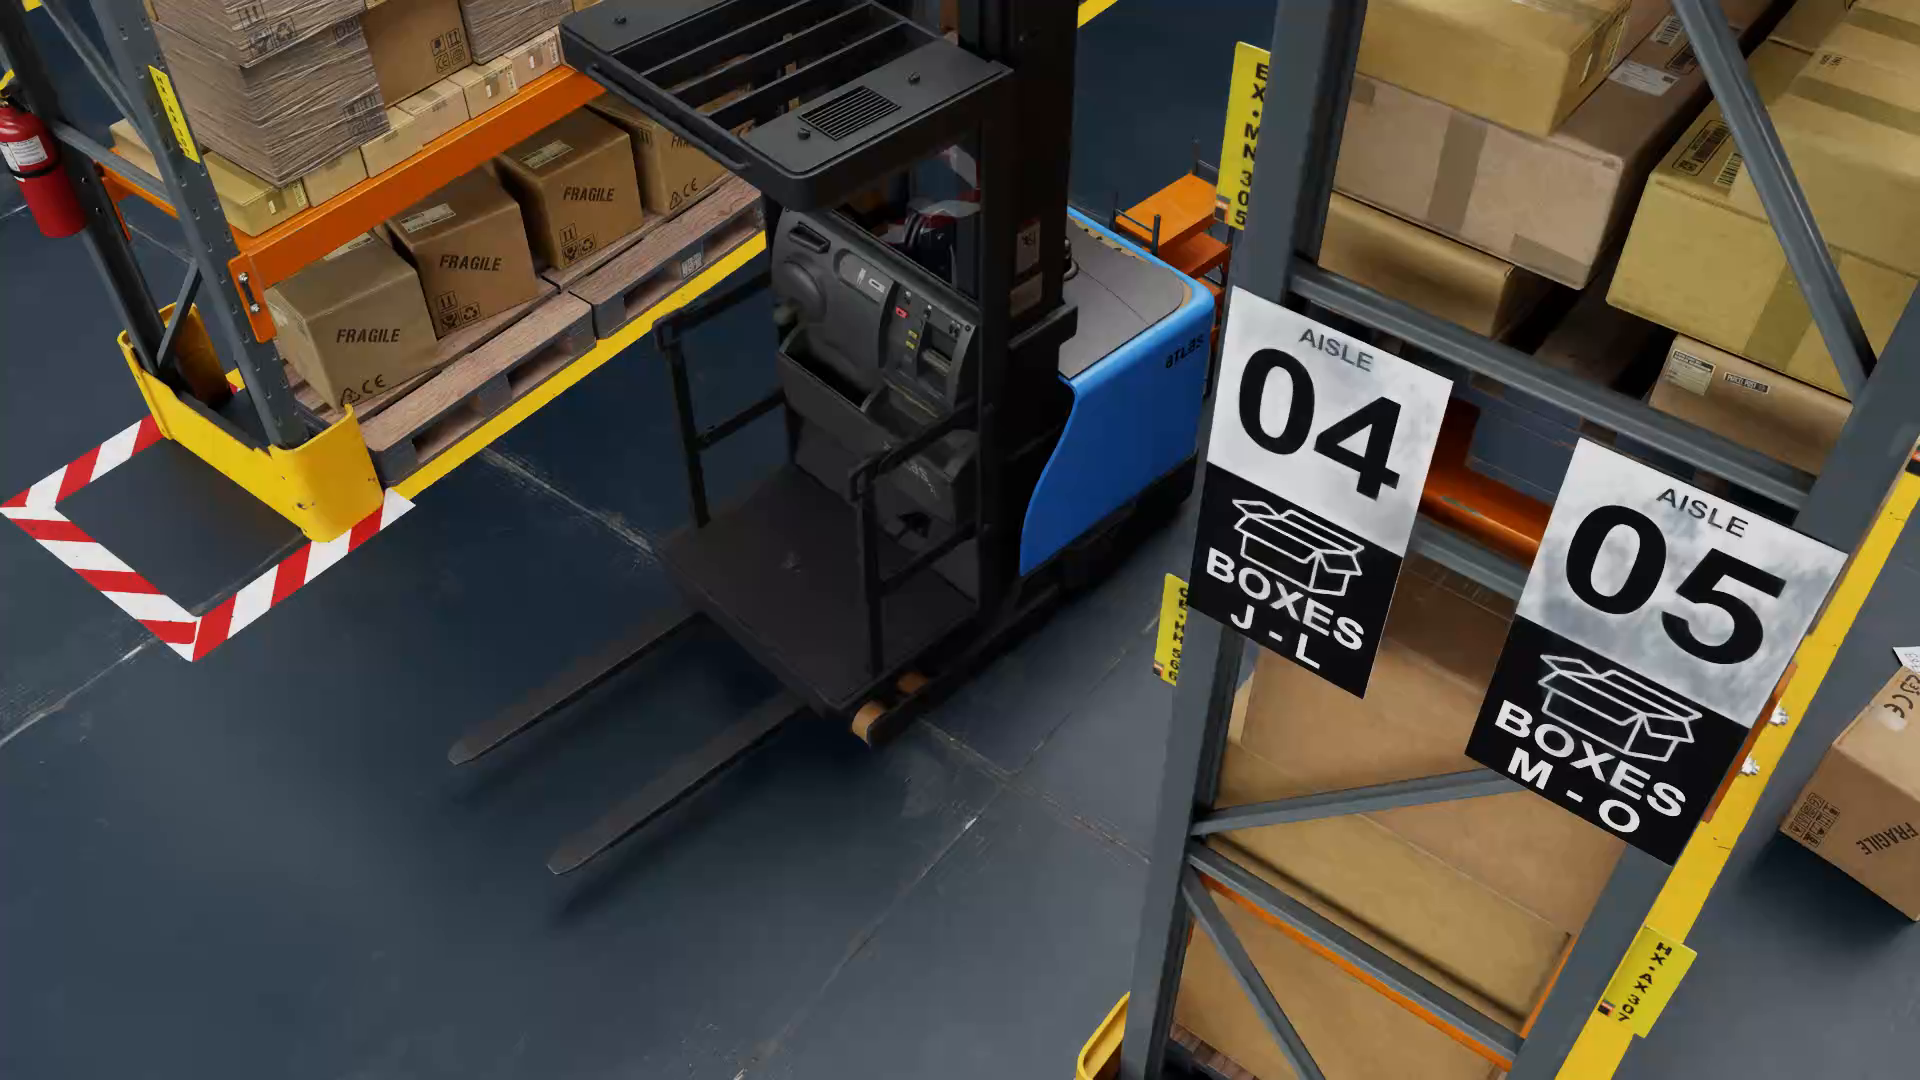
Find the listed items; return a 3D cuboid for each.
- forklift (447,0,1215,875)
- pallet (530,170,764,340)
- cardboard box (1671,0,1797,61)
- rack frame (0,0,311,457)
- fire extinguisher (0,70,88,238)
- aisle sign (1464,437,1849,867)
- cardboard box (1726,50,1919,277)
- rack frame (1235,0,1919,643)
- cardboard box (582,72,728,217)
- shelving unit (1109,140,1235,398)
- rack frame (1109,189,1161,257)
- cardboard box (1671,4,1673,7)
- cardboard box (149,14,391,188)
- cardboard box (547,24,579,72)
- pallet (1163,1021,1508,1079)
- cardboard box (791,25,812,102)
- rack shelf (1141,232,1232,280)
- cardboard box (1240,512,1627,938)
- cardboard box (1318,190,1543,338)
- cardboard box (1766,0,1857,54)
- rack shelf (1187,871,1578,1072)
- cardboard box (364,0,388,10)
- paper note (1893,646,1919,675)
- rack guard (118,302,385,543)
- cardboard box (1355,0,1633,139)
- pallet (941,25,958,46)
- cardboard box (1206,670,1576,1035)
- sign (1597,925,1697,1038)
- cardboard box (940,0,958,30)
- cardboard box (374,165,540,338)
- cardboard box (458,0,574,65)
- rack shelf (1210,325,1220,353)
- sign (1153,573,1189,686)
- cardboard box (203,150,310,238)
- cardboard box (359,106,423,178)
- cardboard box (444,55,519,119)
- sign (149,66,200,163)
[{"bbox_3d":[-0.450,-0.701,5.392,3.031,2.935,1.130,-35,55,-29],"label":"forklift"},{"bbox_3d":[-1.660,-1.544,8.078,1.003,0.211,1.213,29,53,25],"label":"pallet"},{"bbox_3d":[1.270,-1.024,3.118,0.500,0.250,0.500,29,53,25],"label":"cardboard box"},{"bbox_3d":[-2.978,-1.319,5.936,1.000,3.000,0.127,29,53,25],"label":"rack frame"},{"bbox_3d":[-3.412,-1.430,6.096,0.296,0.674,0.183,29,53,25],"label":"fire extinguisher"},{"bbox_3d":[1.080,0.207,2.680,0.394,0.787,0.004,29,53,25],"label":"aisle sign"},{"bbox_3d":[1.341,-0.523,2.363,0.380,0.149,0.250,30,53,25],"label":"cardboard box"},{"bbox_3d":[0.886,-1.141,1.616,1.000,3.000,0.127,29,53,25],"label":"rack frame"},{"bbox_3d":[-1.470,-1.957,7.983,0.500,0.500,0.500,25,51,22],"label":"cardboard box"},{"bbox_3d":[0.845,-0.987,6.863,0.503,1.200,0.258,-35,55,-29],"label":"shelving unit"},{"bbox_3d":[0.668,-0.865,6.746,0.015,1.200,0.240,-35,55,-29],"label":"rack frame"},{"bbox_3d":[1.134,-1.104,2.919,0.380,0.149,0.250,30,53,26],"label":"cardboard box"},{"bbox_3d":[-2.620,-1.759,6.081,0.875,0.500,0.500,29,53,25],"label":"cardboard box"},{"bbox_3d":[-1.621,-2.105,6.860,0.380,0.149,0.250,29,53,25],"label":"cardboard box"},{"bbox_3d":[1.313,1.403,5.264,1.003,0.211,1.213,29,53,25],"label":"pallet"},{"bbox_3d":[-0.808,-2.678,8.672,0.500,0.500,0.500,28,52,24],"label":"cardboard box"},{"bbox_3d":[0.845,-1.095,6.750,0.480,0.148,0.258,-35,55,-29],"label":"rack shelf"},{"bbox_3d":[1.143,0.312,3.527,0.875,0.550,0.550,29,53,25],"label":"cardboard box"},{"bbox_3d":[0.821,-0.537,2.929,0.380,0.149,0.250,29,53,25],"label":"cardboard box"},{"bbox_3d":[1.693,-0.789,2.893,0.500,0.250,0.500,29,53,25],"label":"cardboard box"},{"bbox_3d":[2.108,0.036,5.139,1.077,0.370,4.000,29,53,25],"label":"rack shelf"},{"bbox_3d":[-2.114,-2.279,5.886,0.500,0.500,0.500,29,53,25],"label":"cardboard box"},{"bbox_3d":[3.637,0.453,6.296,0.147,0.020,0.142,-2,46,-2],"label":"paper note"},{"bbox_3d":[-2.931,-0.499,6.881,1.175,0.500,0.348,29,53,25],"label":"rack guard"},{"bbox_3d":[0.823,-0.815,2.643,0.380,0.149,0.250,30,53,25],"label":"cardboard box"},{"bbox_3d":[-0.057,-3.091,9.556,1.003,0.211,1.213,29,53,25],"label":"pallet"},{"bbox_3d":[1.077,0.647,3.953,0.875,0.550,0.550,29,53,25],"label":"cardboard box"},{"bbox_3d":[1.321,0.854,3.206,0.100,0.325,0.005,29,53,25],"label":"sign"},{"bbox_3d":[-0.140,-3.238,9.193,0.700,0.500,0.500,25,51,22],"label":"cardboard box"},{"bbox_3d":[-2.244,-1.308,7.363,0.500,0.500,0.500,-29,53,-25],"label":"cardboard box"},{"bbox_3d":[-2.069,-2.365,6.660,0.875,0.500,0.500,29,53,25],"label":"cardboard box"},{"bbox_3d":[0.845,-0.803,7.055,0.480,0.148,0.258,-35,55,-29],"label":"rack shelf"},{"bbox_3d":[0.465,0.202,3.518,0.100,0.325,0.005,29,53,25],"label":"sign"},{"bbox_3d":[-2.615,-1.290,6.081,0.380,0.149,0.250,29,53,25],"label":"cardboard box"},{"bbox_3d":[-2.282,-1.561,6.340,0.380,0.149,0.250,29,53,25],"label":"cardboard box"},{"bbox_3d":[-1.987,-1.853,6.619,0.380,0.149,0.250,29,53,25],"label":"cardboard box"},{"bbox_3d":[-2.548,-1.378,5.393,0.100,0.325,0.005,29,53,25],"label":"sign"}]
